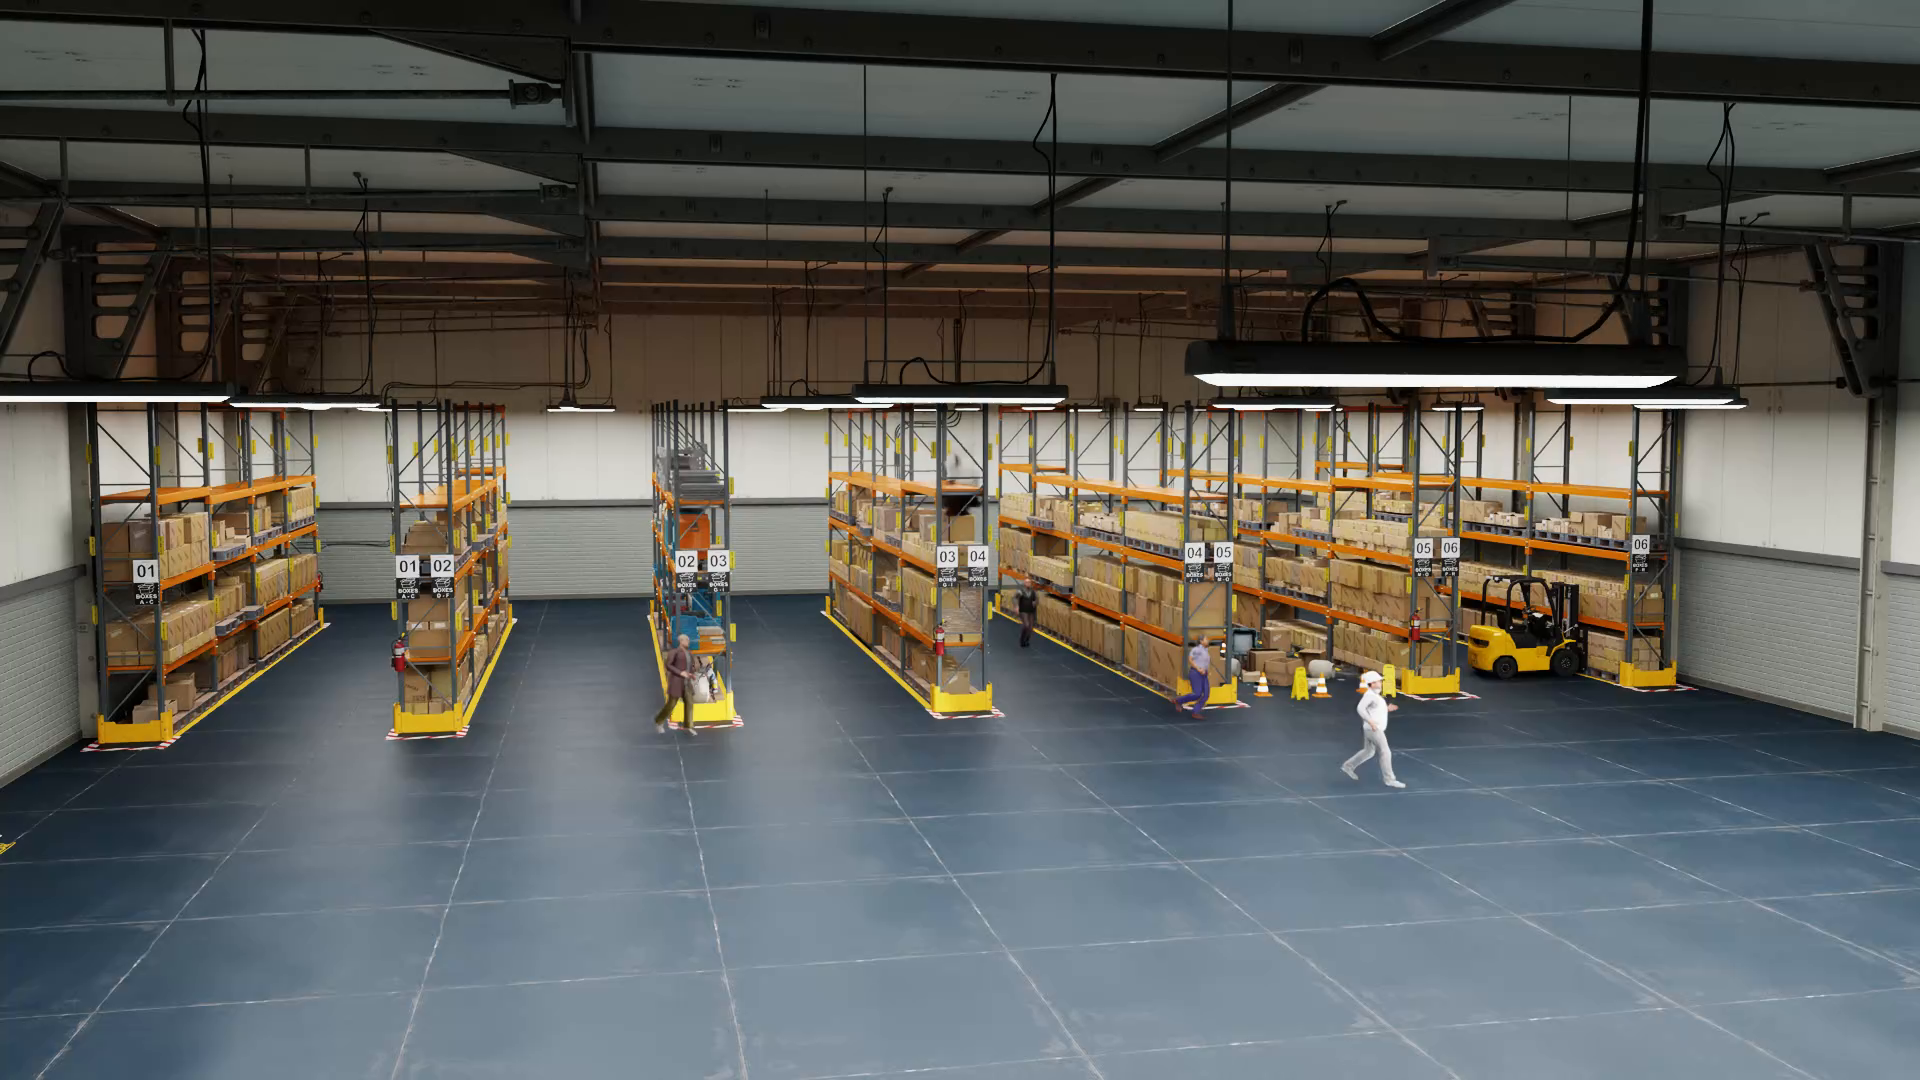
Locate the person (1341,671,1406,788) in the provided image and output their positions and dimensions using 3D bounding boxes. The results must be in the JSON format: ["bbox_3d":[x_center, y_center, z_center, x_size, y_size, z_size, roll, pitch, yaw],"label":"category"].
[{"bbox_3d":[6.352,2.889,25.508,0.968,1.760,0.653,1,4,14],"label":"person"}]

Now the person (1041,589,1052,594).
[{"bbox_3d":[2.489,1.106,49.922,0.727,1.677,1.225,-3,5,-34],"label":"person"}]

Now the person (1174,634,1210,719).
[{"bbox_3d":[4.473,2.575,31.583,0.630,1.571,0.665,3,5,33],"label":"person"}]

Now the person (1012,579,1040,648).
[{"bbox_3d":[1.651,1.799,40.680,0.630,1.701,0.676,-1,5,-19],"label":"person"}]

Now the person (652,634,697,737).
[{"bbox_3d":[-4.983,2.580,29.810,0.964,1.778,0.767,3,5,32],"label":"person"}]
